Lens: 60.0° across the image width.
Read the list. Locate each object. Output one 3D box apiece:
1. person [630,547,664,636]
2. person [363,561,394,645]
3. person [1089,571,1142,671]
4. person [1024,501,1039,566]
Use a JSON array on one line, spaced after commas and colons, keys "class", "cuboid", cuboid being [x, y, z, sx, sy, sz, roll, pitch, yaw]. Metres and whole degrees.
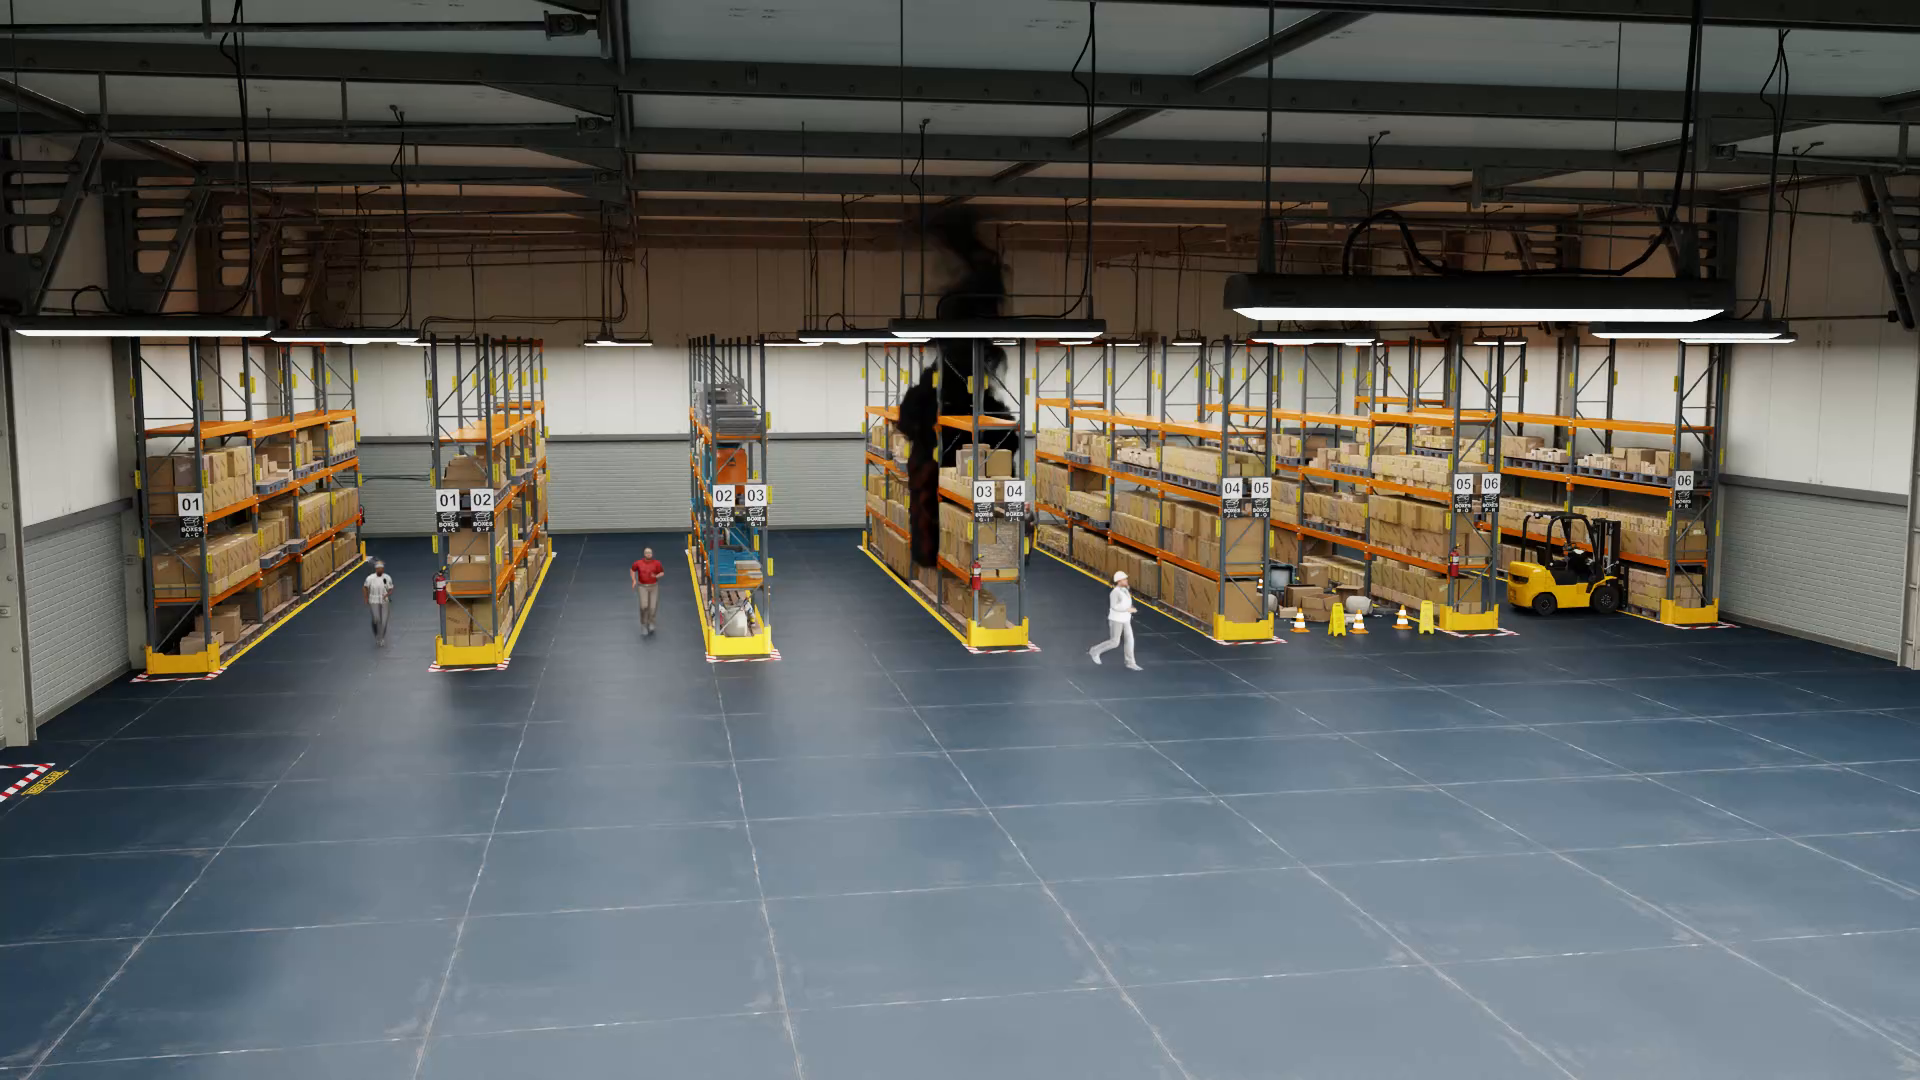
[{"class": "person", "cuboid": [-6.283, 1.044, 33.529, 0.631, 1.798, 0.768, -2, 7, -20]}, {"class": "person", "cuboid": [-11.198, 1.217, 32.068, 0.543, 1.650, 0.715, -3, 7, -24]}, {"class": "person", "cuboid": [2.818, 1.440, 29.787, 0.952, 1.780, 0.669, 3, 7, 27]}, {"class": "person", "cuboid": [1.763, -0.165, 43.992, 0.630, 1.726, 0.703, -1, 7, -12]}]
